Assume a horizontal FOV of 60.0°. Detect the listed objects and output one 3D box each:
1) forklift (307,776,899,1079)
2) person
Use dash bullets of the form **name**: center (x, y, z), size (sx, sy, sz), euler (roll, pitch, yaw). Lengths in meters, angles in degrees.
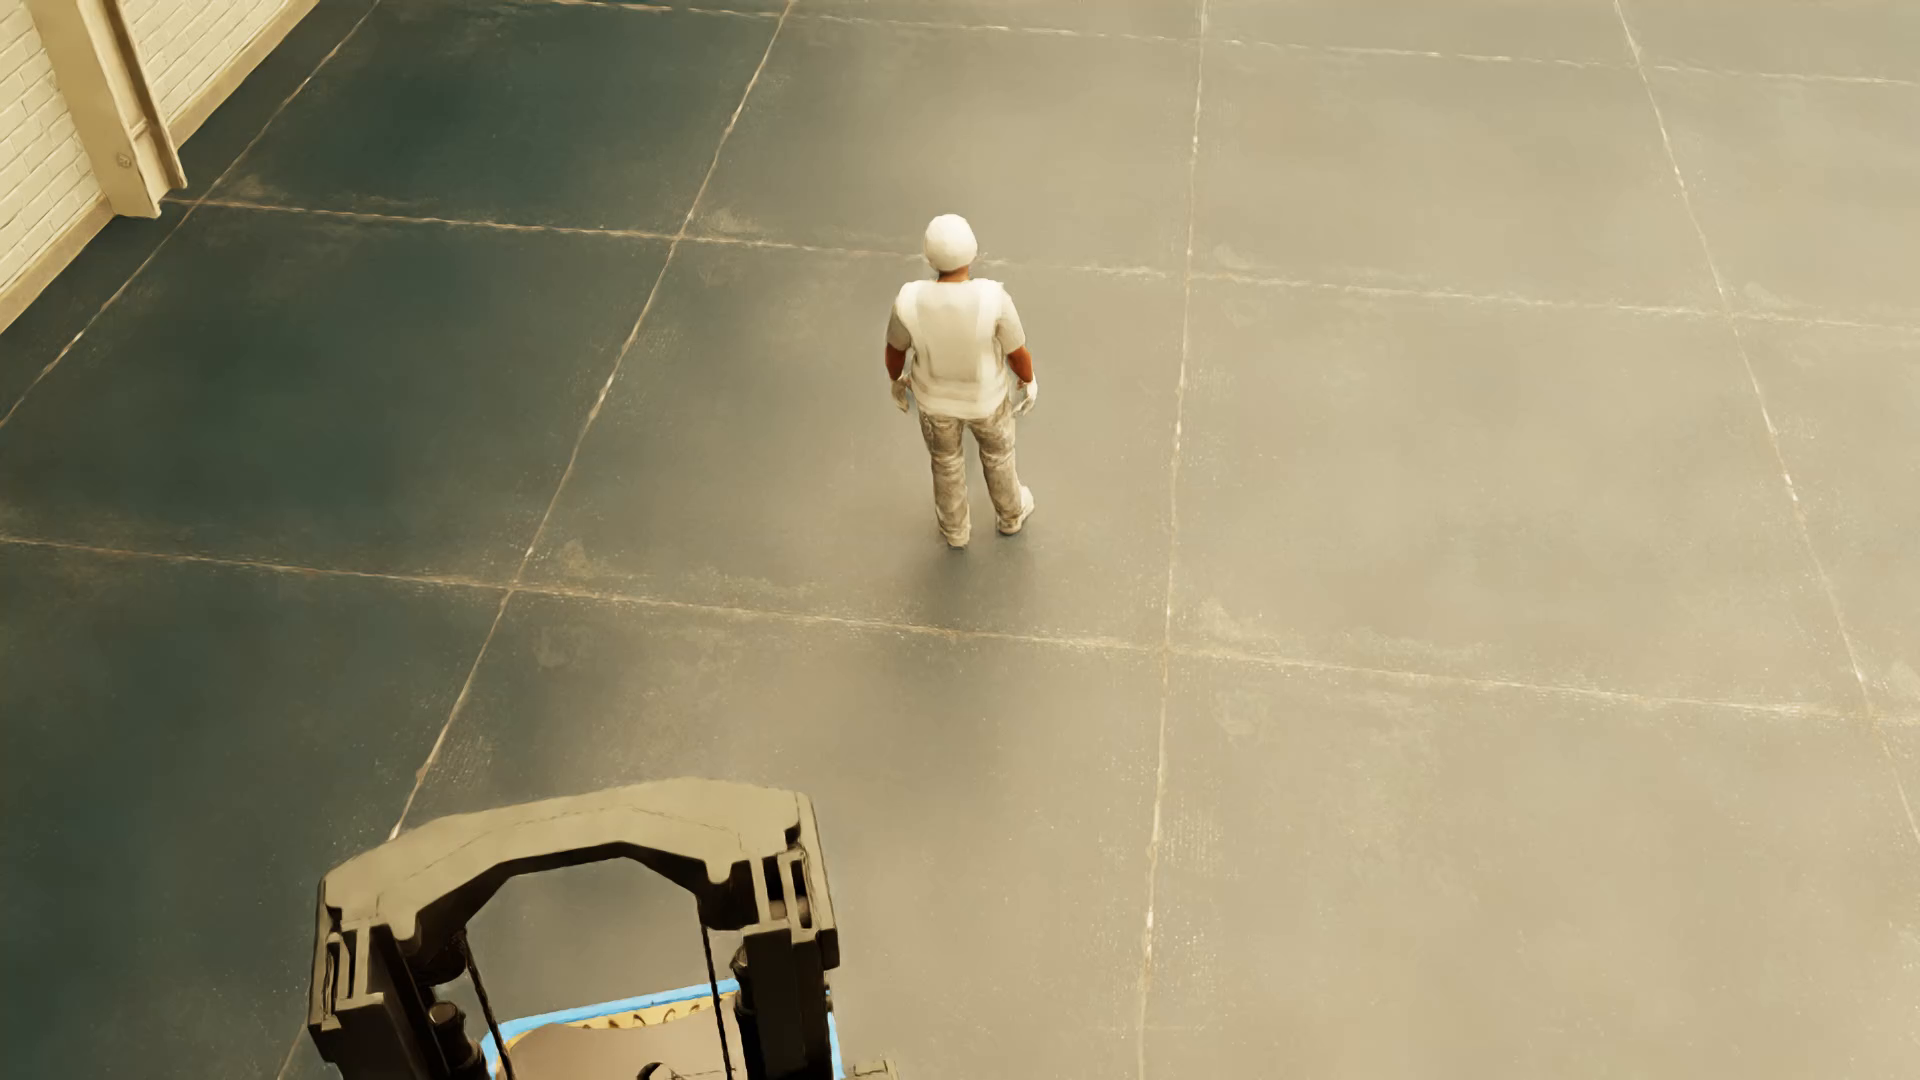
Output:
- **forklift**: center (-0.585, 2.015, 3.531), size (1.130, 2.935, 3.031), euler (-8, 43, -9)
- **person**: center (0.017, -0.710, 7.335), size (0.655, 1.782, 0.576), euler (5, 43, 6)
